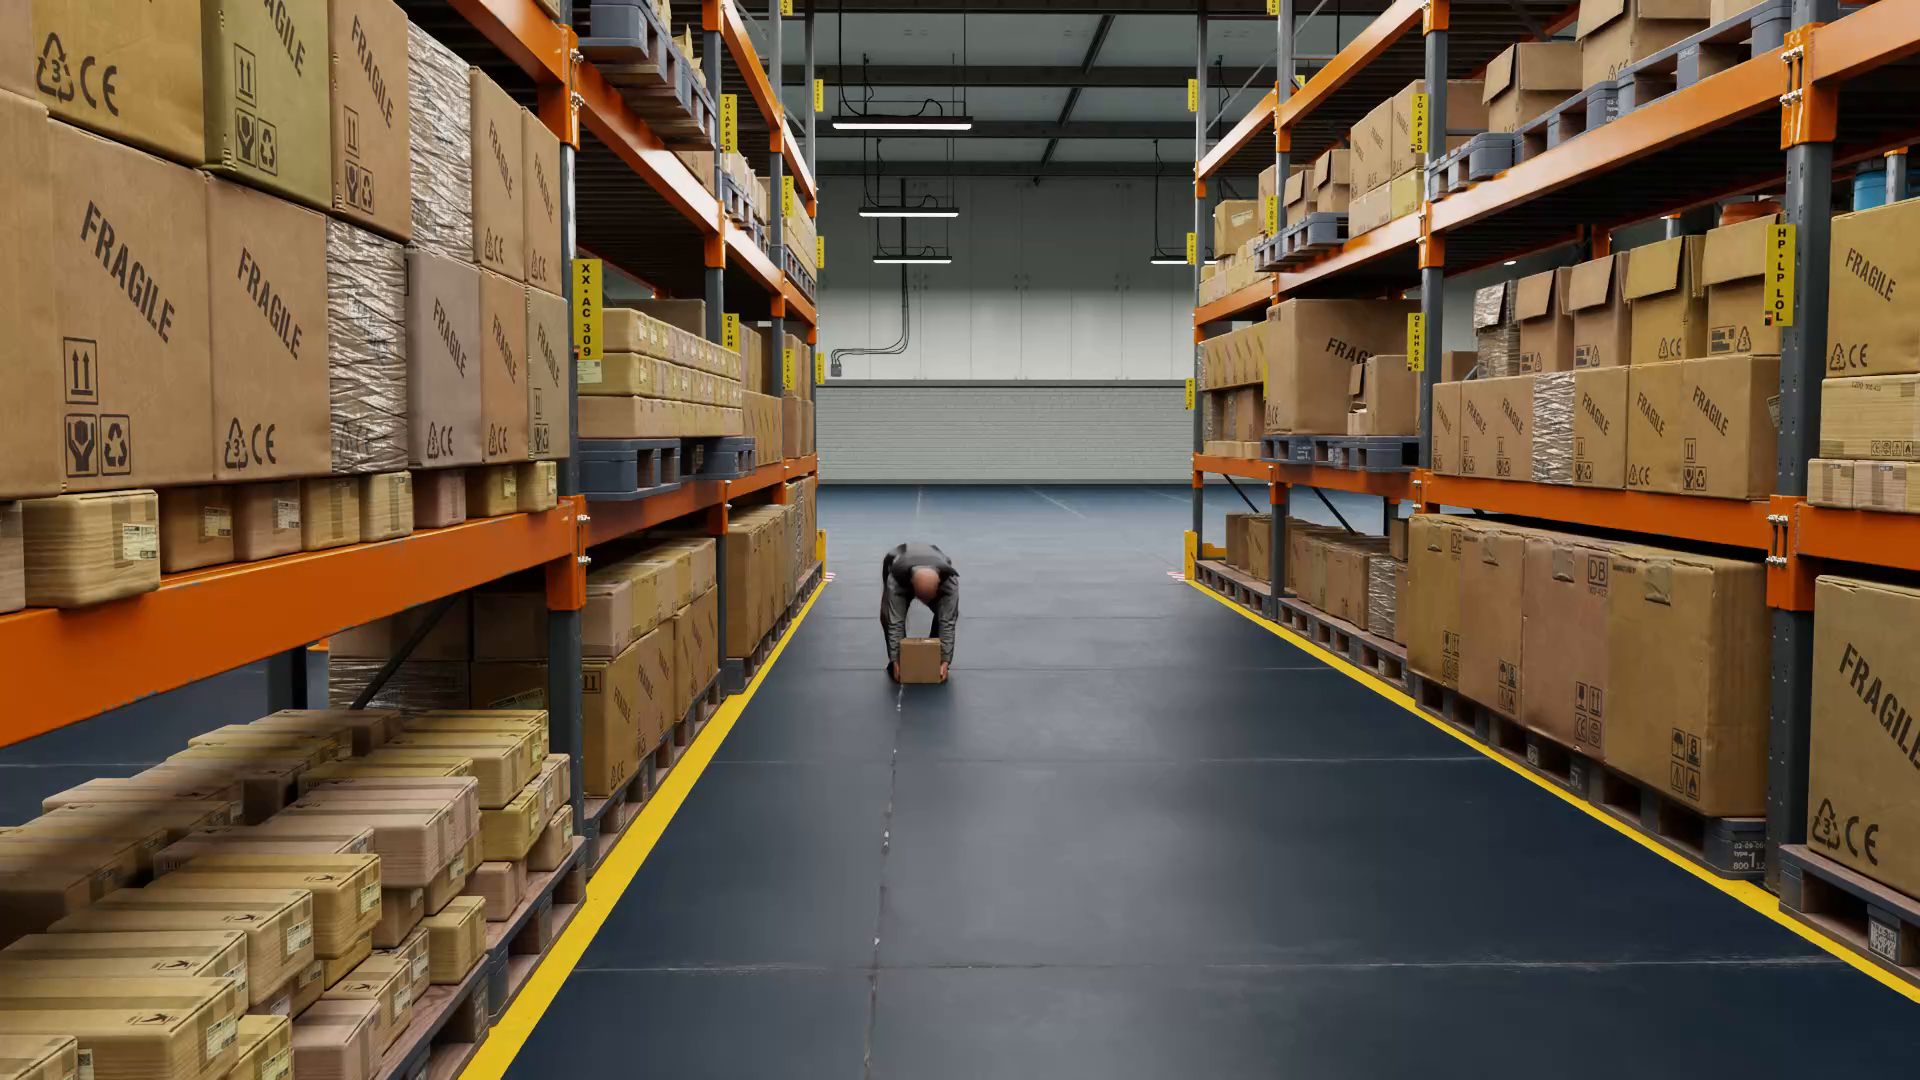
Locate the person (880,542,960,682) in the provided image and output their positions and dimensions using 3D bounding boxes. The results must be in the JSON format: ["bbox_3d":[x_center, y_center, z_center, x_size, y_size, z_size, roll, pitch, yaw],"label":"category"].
[{"bbox_3d":[-0.259,0.445,10.578,0.500,0.849,0.952,0,4,-3],"label":"person"}]
